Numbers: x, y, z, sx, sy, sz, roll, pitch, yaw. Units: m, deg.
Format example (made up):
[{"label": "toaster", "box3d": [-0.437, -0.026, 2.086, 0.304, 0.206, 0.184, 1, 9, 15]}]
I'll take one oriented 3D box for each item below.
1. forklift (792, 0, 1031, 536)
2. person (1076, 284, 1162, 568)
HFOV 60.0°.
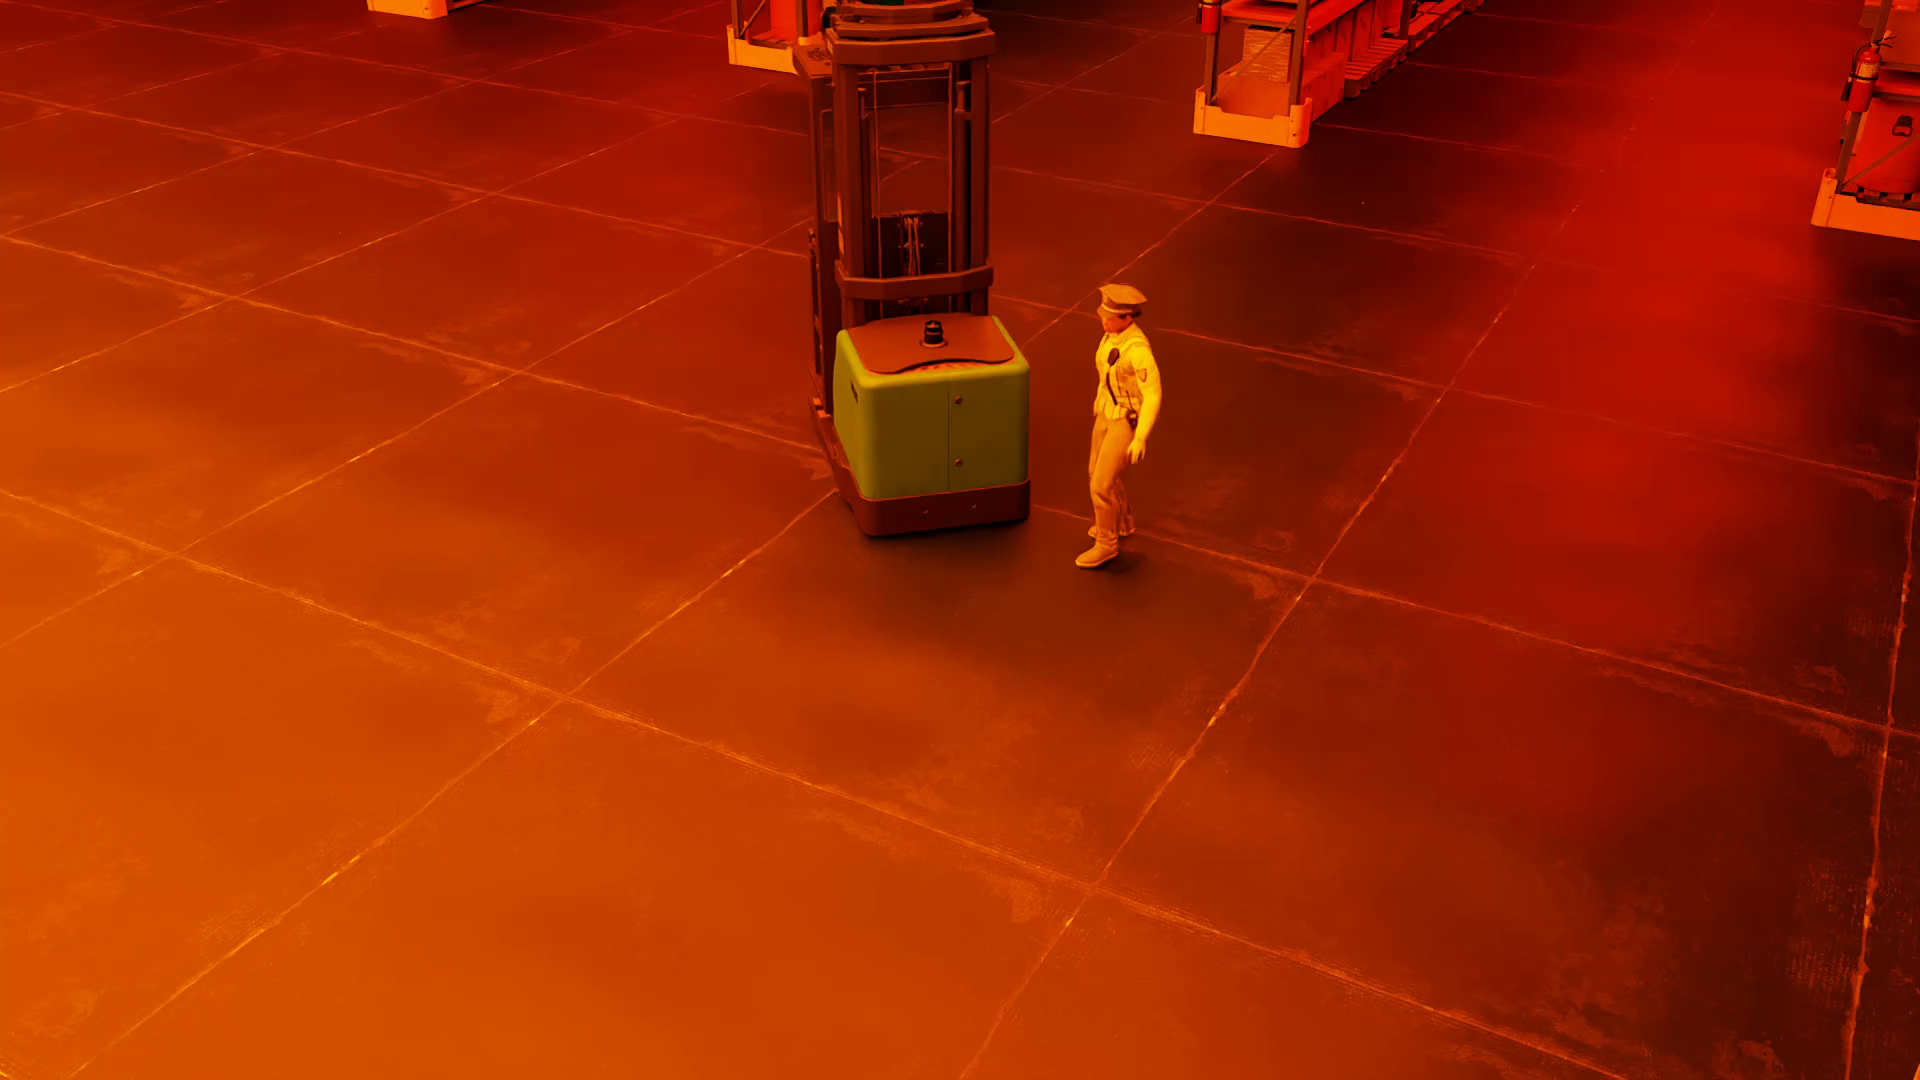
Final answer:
[{"label": "forklift", "box3d": [-0.416, -2.018, 10.567, 1.130, 2.935, 3.031, -7, 31, -12]}, {"label": "person", "box3d": [0.848, -0.671, 9.536, 0.510, 1.634, 0.720, -9, 31, -15]}]
